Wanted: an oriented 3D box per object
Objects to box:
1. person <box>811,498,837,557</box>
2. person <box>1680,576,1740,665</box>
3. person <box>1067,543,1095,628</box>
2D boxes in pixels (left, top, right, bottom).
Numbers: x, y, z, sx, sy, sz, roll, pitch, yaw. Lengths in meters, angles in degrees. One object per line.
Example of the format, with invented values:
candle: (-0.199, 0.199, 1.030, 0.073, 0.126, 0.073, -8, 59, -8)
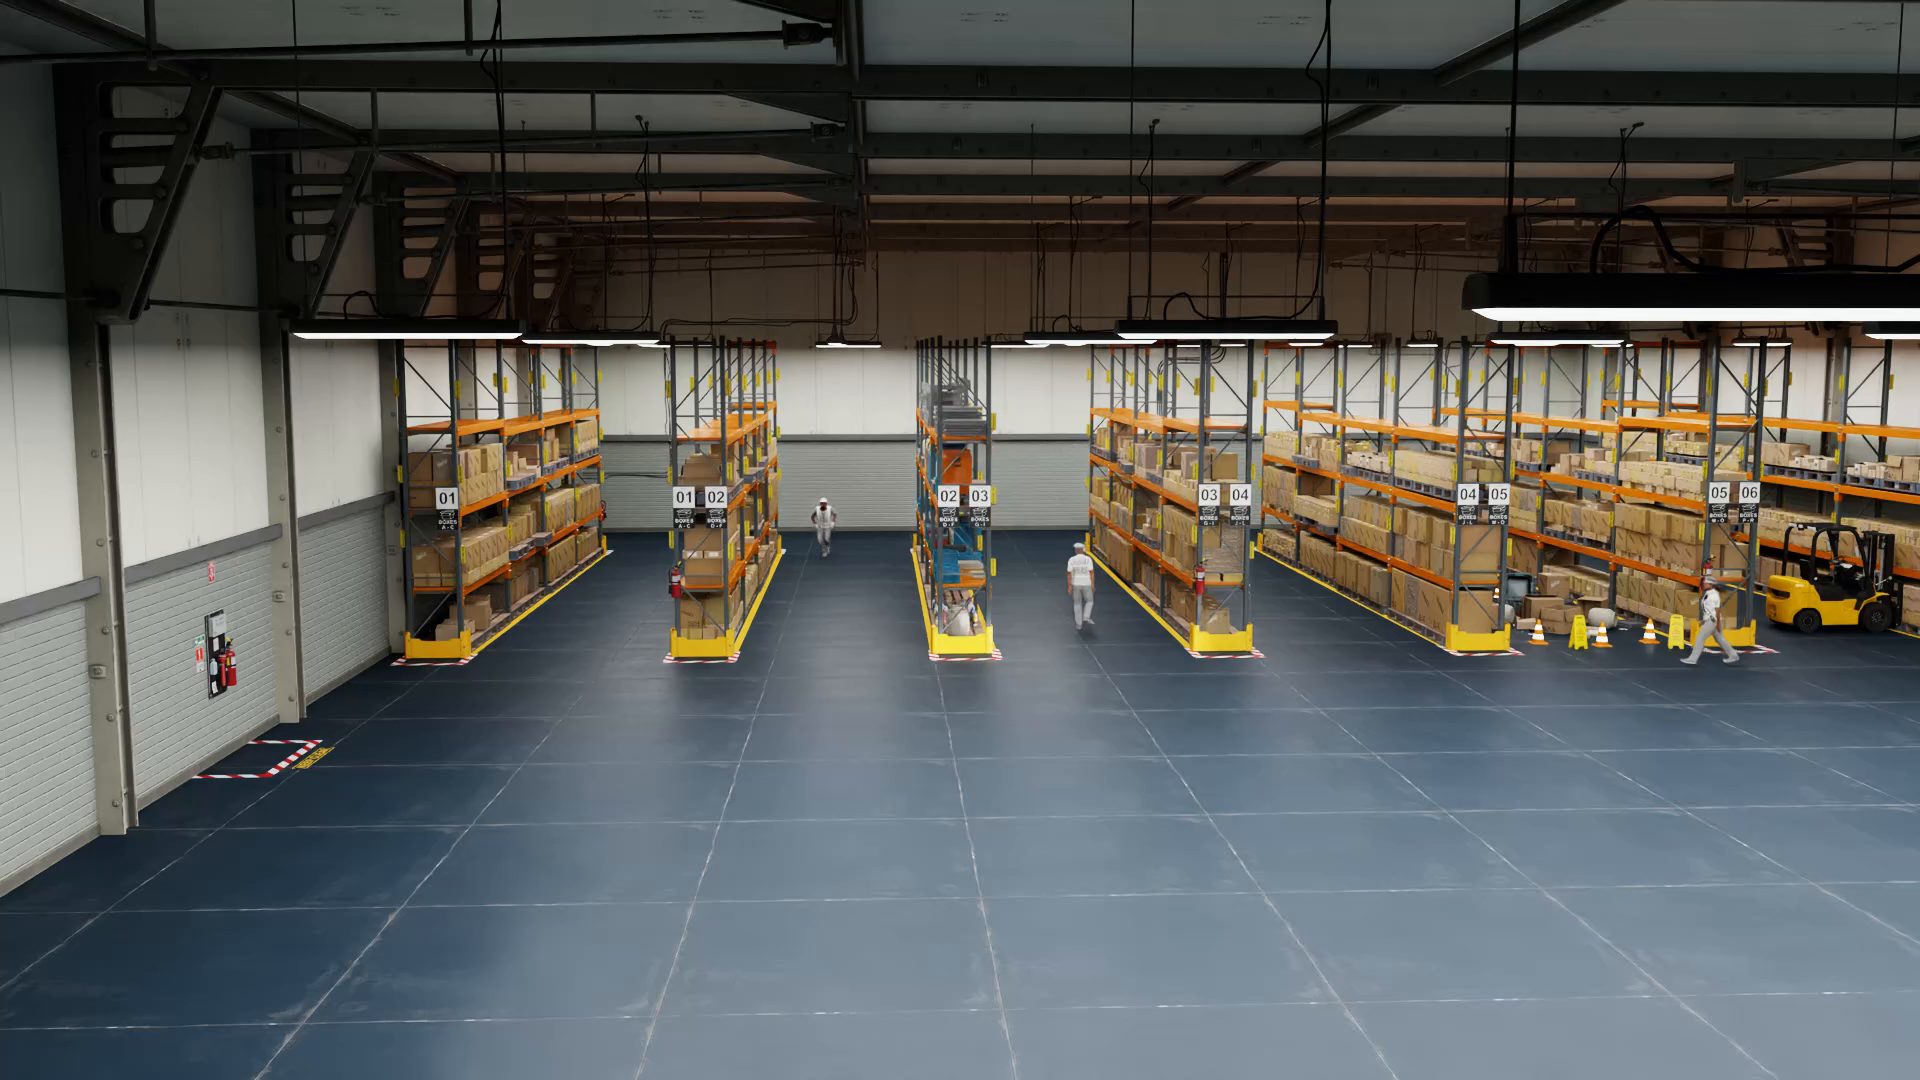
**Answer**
person: (-3.785, -0.354, 46.238, 0.692, 1.673, 0.680, 1, 7, 4)
person: (13.701, 1.466, 30.309, 1.042, 1.624, 0.453, 2, 7, 14)
person: (2.502, 0.951, 34.332, 0.587, 1.748, 0.493, 1, 7, 9)
